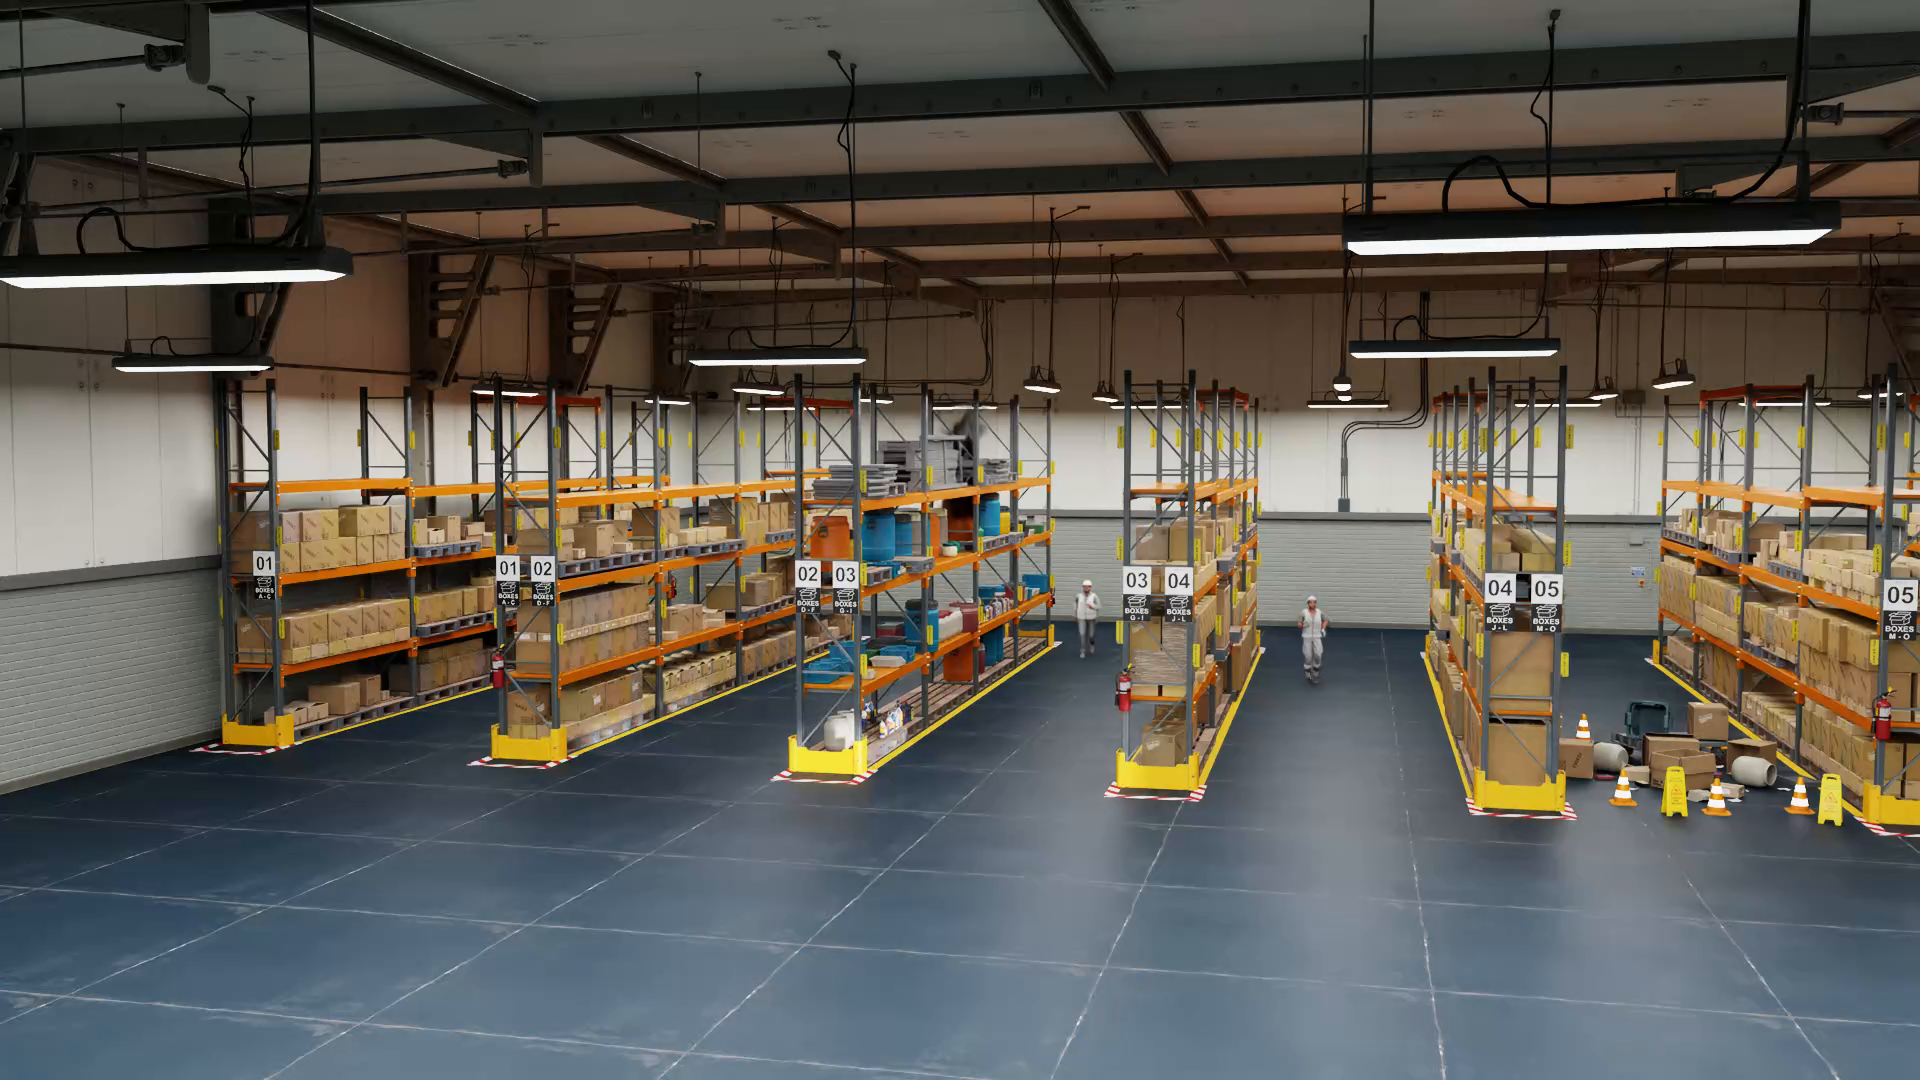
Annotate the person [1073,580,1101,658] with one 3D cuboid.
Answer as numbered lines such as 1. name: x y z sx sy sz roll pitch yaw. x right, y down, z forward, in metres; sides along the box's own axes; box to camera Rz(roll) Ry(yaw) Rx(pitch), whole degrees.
1. person: 2.913 1.802 38.227 0.658 1.755 0.971 1 3 10

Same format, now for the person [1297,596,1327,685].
1. person: 7.237 2.062 34.193 0.611 1.823 0.694 0 3 7
